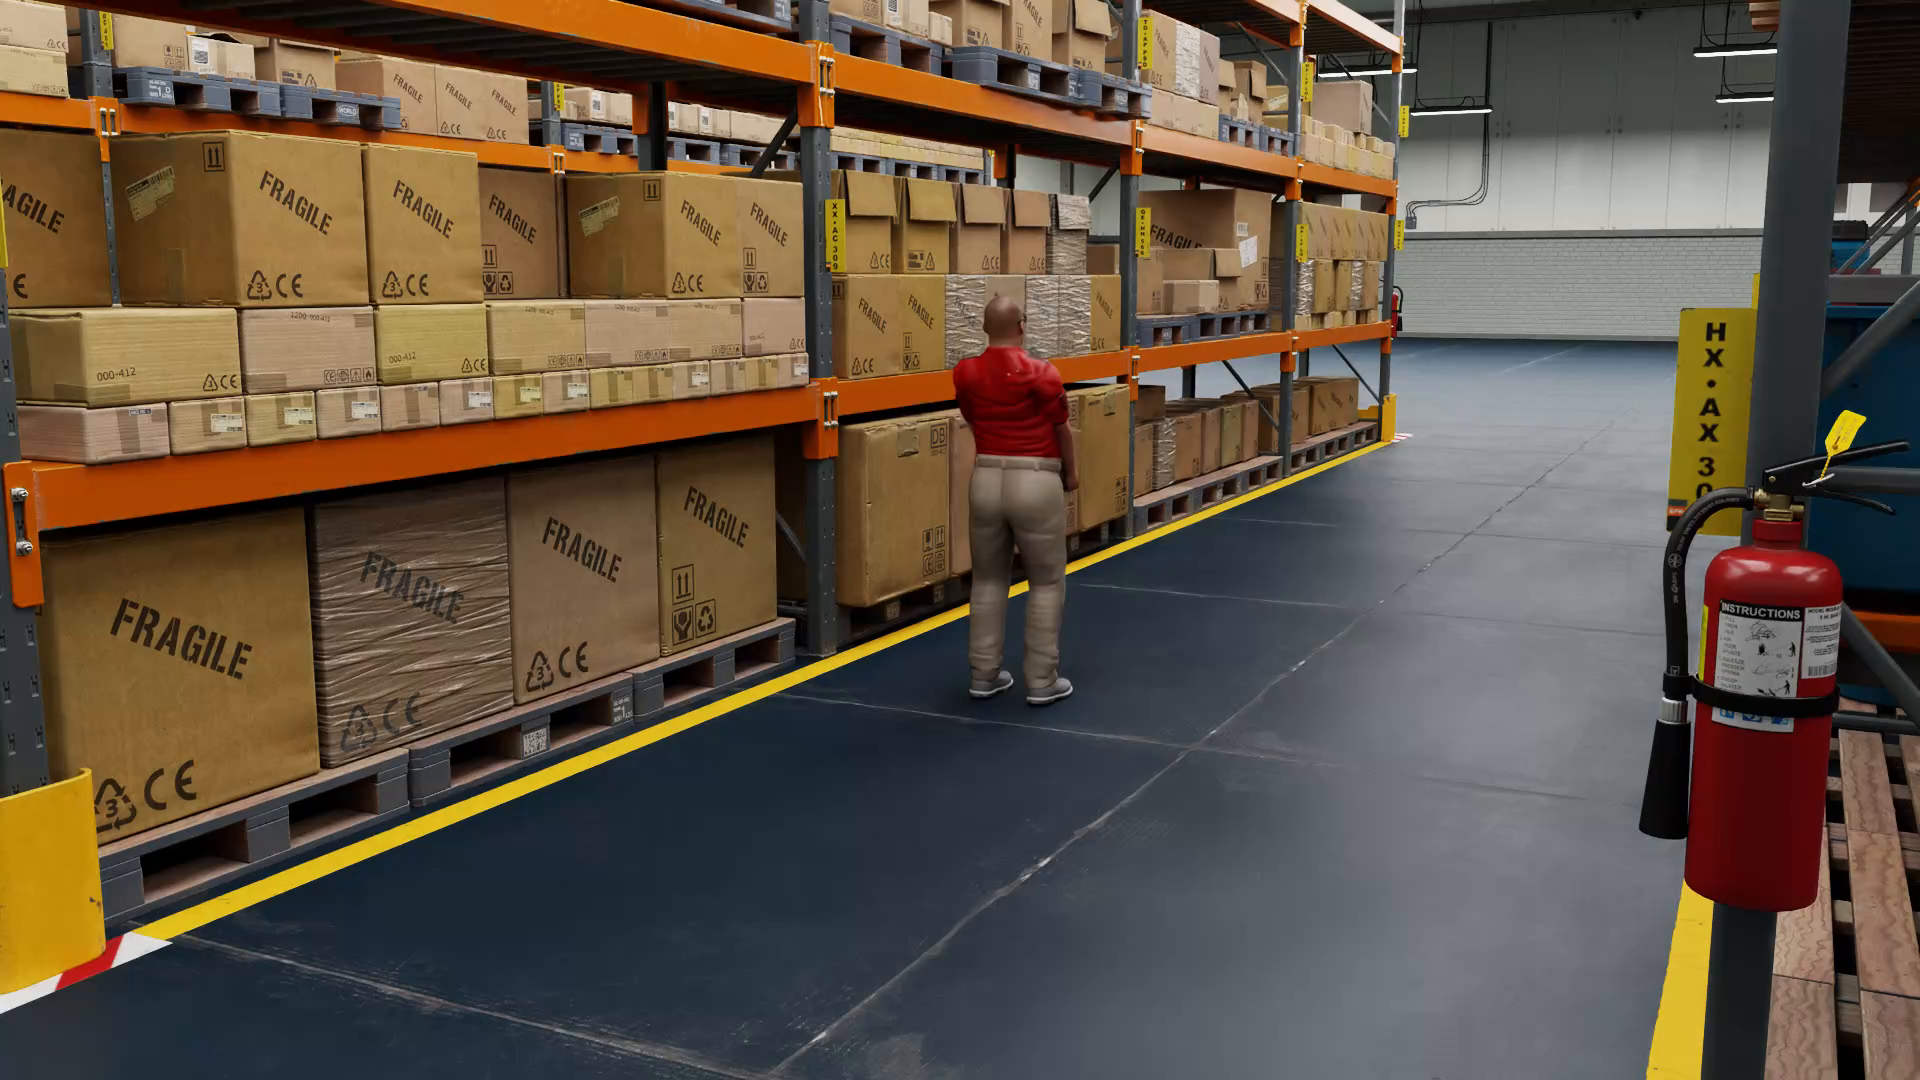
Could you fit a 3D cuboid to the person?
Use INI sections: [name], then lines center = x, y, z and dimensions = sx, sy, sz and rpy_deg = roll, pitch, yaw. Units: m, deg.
[person]
center = 0.264, -0.184, 7.120
dimensions = 0.493, 1.712, 0.537
rpy_deg = 5, 10, 26
